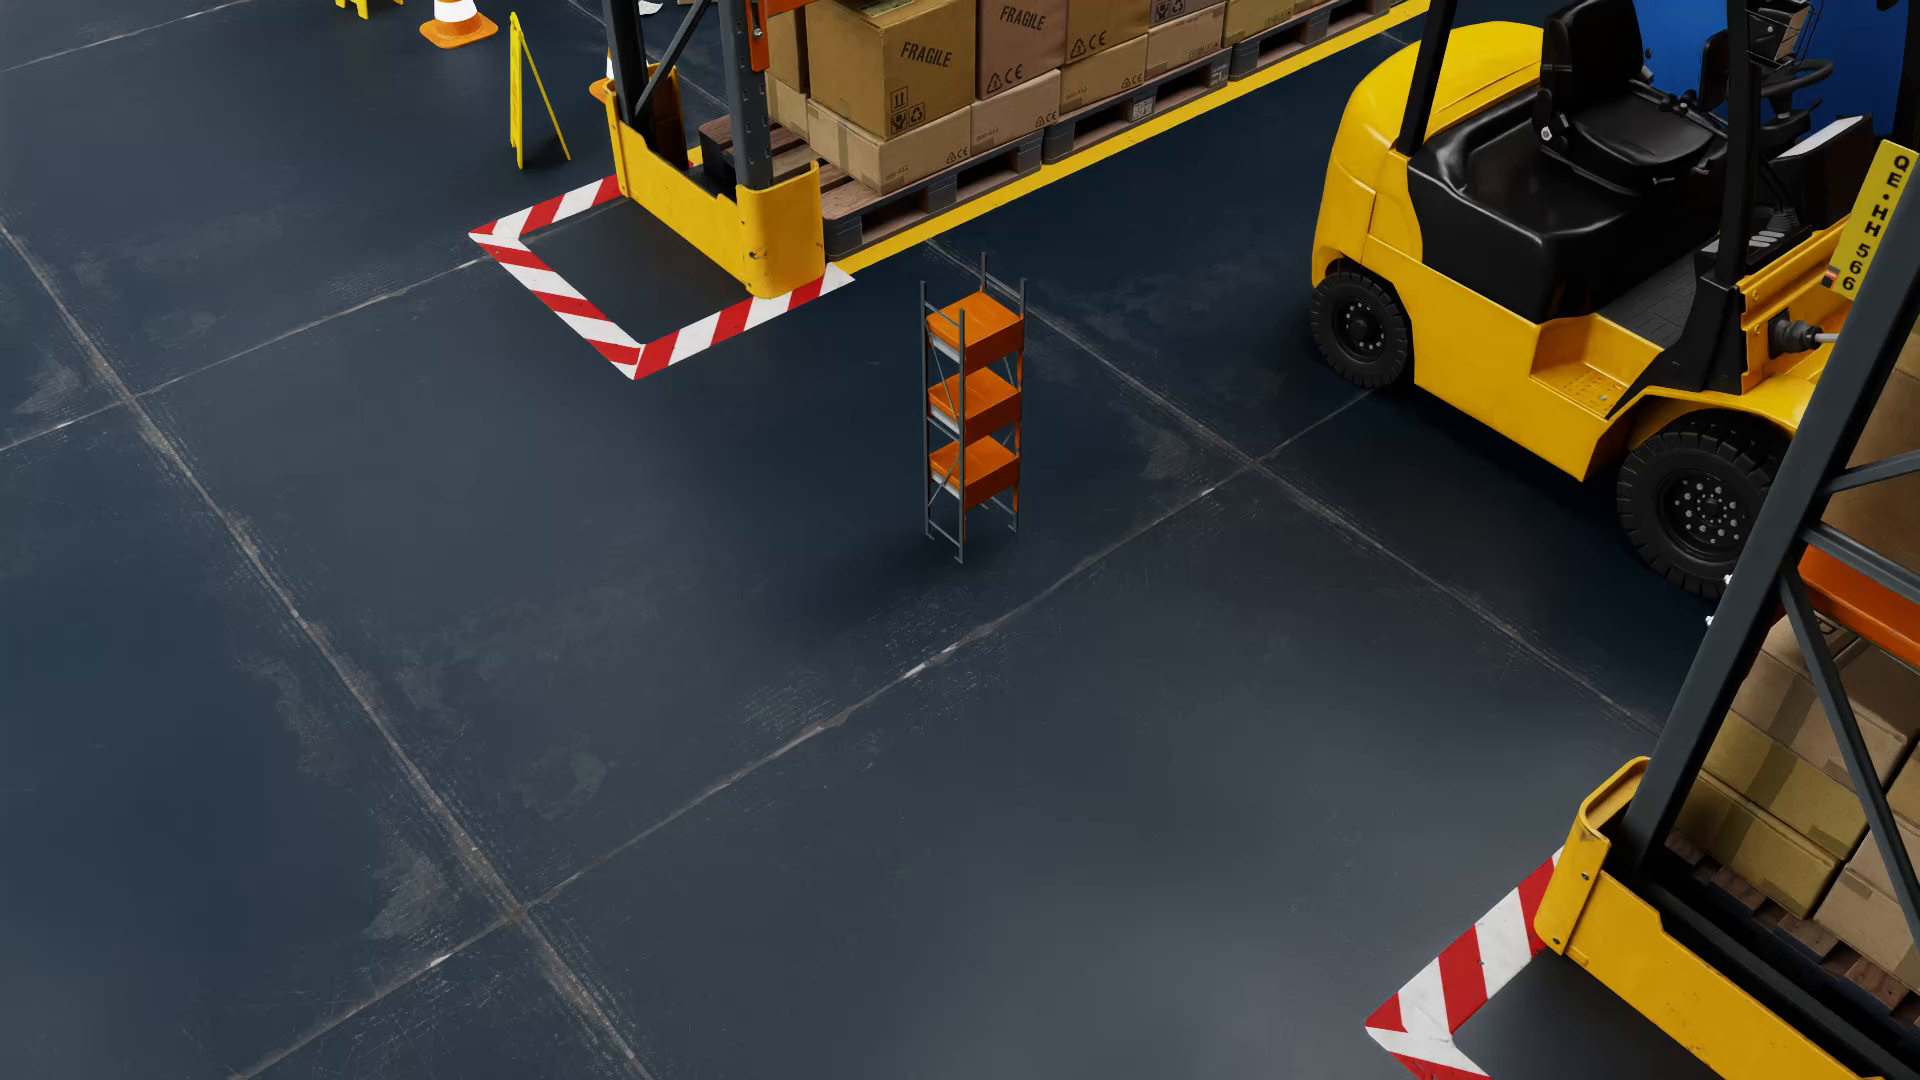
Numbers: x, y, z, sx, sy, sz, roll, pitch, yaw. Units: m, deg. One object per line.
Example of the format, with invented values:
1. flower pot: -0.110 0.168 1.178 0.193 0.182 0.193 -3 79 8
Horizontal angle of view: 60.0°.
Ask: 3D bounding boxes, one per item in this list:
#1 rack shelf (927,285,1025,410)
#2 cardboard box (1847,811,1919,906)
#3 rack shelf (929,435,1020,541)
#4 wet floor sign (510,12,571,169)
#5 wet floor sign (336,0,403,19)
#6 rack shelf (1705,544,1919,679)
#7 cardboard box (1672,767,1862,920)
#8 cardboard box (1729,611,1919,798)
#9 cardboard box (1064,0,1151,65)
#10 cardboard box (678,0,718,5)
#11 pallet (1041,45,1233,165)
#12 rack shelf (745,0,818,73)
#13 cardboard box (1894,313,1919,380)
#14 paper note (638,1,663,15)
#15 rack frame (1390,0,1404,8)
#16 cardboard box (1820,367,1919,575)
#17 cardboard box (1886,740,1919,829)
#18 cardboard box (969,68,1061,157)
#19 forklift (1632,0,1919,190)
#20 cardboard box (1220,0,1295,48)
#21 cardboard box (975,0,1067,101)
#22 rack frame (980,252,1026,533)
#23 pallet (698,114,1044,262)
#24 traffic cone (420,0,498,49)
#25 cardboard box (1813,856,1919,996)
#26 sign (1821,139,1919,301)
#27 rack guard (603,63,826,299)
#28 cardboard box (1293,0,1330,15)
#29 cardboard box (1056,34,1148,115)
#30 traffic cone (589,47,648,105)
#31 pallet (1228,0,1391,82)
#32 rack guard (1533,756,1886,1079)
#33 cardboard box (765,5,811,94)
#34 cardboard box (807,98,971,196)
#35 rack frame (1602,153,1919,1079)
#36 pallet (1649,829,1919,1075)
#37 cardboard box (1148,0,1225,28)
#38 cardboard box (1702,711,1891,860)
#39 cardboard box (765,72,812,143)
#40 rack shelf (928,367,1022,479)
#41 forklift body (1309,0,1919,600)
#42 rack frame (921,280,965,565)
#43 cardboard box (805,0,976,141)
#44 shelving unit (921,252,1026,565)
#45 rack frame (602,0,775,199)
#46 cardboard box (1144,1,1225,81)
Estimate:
1. rack shelf: 0.041 -0.605 5.229 0.240 0.259 0.215 -30 51 -28
2. cardboard box: 2.582 0.767 4.079 0.500 0.250 0.500 -29 50 -27
3. rack shelf: 0.041 -0.196 5.613 0.240 0.259 0.215 -30 51 -28
4. wet floor sign: -1.931 -2.028 7.438 0.232 0.644 0.267 -14 45 -14
5. wet floor sign: -3.104 -3.052 8.528 0.267 0.644 0.232 30 51 28
6. rack shelf: 3.622 -0.419 4.531 4.000 0.370 1.077 -30 51 -28
7. cardboard box: 2.246 0.674 4.543 0.500 0.250 0.500 -29 51 -28
8. cardboard box: 2.241 0.316 4.194 0.500 0.250 0.500 -28 50 -27
9. cardboard box: 0.503 -2.500 7.375 0.500 0.500 0.500 -29 50 -27
10. cardboard box: -1.390 -3.005 8.841 0.250 0.149 0.380 -7 44 -7
11. pallet: 0.540 -2.296 8.041 1.213 0.211 1.003 -30 51 -28
12. rack shelf: 0.435 -3.024 7.304 4.000 0.370 1.077 -30 51 -28
13. cardboard box: 2.175 -0.375 3.412 0.250 0.149 0.380 -29 50 -27
14. paper note: -1.651 -2.786 8.694 0.148 0.019 0.142 22 47 21
15. rack frame: 1.969 -4.165 7.993 0.127 3.000 1.000 -30 51 -28
16. cardboard box: 2.297 -0.193 3.692 0.500 0.500 0.500 -31 51 -29
17. cardboard box: 2.578 0.570 3.923 0.500 0.250 0.500 -31 51 -28
18. cardboard box: 0.093 -1.988 7.377 0.500 0.250 0.500 -28 50 -27
19. forklift: 4.513 -2.975 6.777 3.031 2.935 1.130 -4 43 -4
20. cardboard box: 1.286 -2.676 8.109 0.500 0.250 0.500 -31 51 -29
21. cardboard box: 0.113 -2.284 7.145 0.500 0.500 0.500 -32 52 -29
22. rack frame: 0.135 -0.460 5.473 0.008 1.050 0.200 -30 51 -28
23. pallet: -0.395 -1.763 7.473 1.213 0.211 1.003 -30 51 -28
24. traffic cone: -2.570 -2.783 8.375 0.334 0.463 0.336 -30 51 -28
25. cardboard box: 2.591 0.933 4.267 0.500 0.250 0.500 -30 51 -28
26. sign: 1.751 -0.602 3.182 0.005 0.325 0.100 -30 51 -28
27. rack guard: -1.041 -1.530 7.014 0.348 0.500 1.175 -30 51 -28
28. cardboard box: 1.688 -2.915 8.364 0.500 0.250 0.500 -28 50 -26
29. cardboard box: 0.504 -2.234 7.640 0.500 0.250 0.500 -26 49 -25
30. traffic cone: -1.597 -2.349 7.914 0.334 0.463 0.336 -30 51 -28
31. pallet: 1.477 -2.835 8.614 1.213 0.211 1.003 -30 51 -28
32. rack guard: 2.070 1.119 4.194 0.348 0.500 1.175 -30 51 -28
33. cardboard box: -0.652 -2.321 7.184 0.500 0.500 0.500 -29 51 -28
34. cardboard box: -0.303 -1.768 7.143 0.500 0.250 0.500 -30 51 -28
35. rack frame: 2.088 0.197 3.349 0.127 3.000 1.000 -30 51 -28
36. pallet: 2.648 0.856 4.685 1.213 0.211 1.003 -30 51 -28
37. cardboard box: 0.908 -2.739 7.629 0.500 0.500 0.500 -27 50 -26
38. cardboard box: 2.261 0.486 4.378 0.500 0.250 0.500 -30 51 -28
39. cardboard box: -0.633 -2.065 7.460 0.500 0.250 0.500 -30 51 -28
40. rack shelf: 0.041 -0.399 5.423 0.240 0.259 0.215 -30 51 -28
41. forklift body: 2.372 -1.284 5.547 1.214 2.155 2.313 -30 51 -28
42. rack frame: -0.053 -0.353 5.359 0.008 1.050 0.200 -30 51 -28
43. cardboard box: -0.285 -2.052 6.898 0.500 0.500 0.500 -32 52 -29
44. shelving unit: 0.041 -0.406 5.416 0.252 1.050 0.215 -30 51 -28
45. rack frame: -1.099 -2.408 6.123 0.127 3.000 1.000 -30 51 -28
46. cardboard box: 0.893 -2.455 7.874 0.500 0.250 0.500 -29 50 -27
